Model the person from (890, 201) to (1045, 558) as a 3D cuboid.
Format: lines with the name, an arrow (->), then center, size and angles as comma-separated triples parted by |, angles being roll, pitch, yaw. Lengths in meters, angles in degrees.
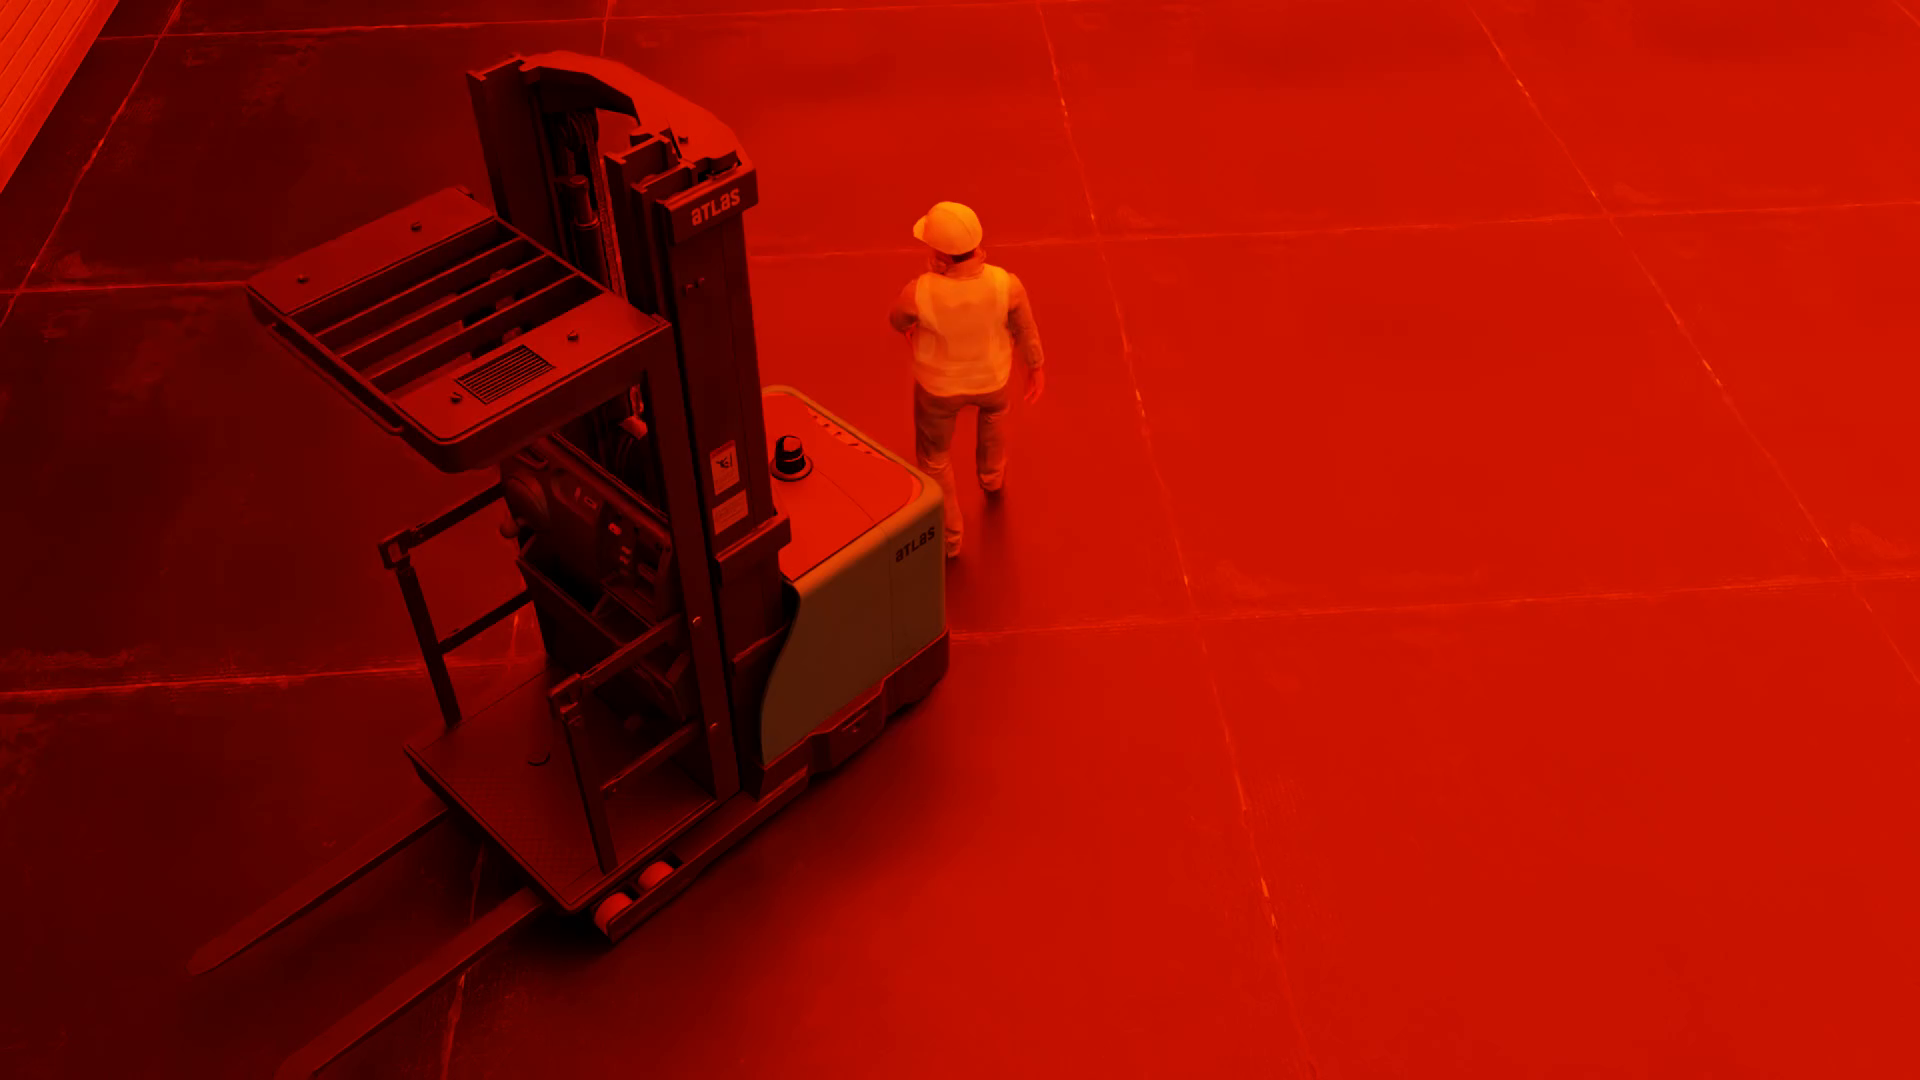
person -> 0.036, -0.778, 7.310 | 0.651, 1.719, 0.712 | -9, 44, -9

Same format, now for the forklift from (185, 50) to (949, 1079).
forklift -> -1.432, 0.011, 5.599 | 1.130, 2.935, 3.031 | 34, 53, 30
